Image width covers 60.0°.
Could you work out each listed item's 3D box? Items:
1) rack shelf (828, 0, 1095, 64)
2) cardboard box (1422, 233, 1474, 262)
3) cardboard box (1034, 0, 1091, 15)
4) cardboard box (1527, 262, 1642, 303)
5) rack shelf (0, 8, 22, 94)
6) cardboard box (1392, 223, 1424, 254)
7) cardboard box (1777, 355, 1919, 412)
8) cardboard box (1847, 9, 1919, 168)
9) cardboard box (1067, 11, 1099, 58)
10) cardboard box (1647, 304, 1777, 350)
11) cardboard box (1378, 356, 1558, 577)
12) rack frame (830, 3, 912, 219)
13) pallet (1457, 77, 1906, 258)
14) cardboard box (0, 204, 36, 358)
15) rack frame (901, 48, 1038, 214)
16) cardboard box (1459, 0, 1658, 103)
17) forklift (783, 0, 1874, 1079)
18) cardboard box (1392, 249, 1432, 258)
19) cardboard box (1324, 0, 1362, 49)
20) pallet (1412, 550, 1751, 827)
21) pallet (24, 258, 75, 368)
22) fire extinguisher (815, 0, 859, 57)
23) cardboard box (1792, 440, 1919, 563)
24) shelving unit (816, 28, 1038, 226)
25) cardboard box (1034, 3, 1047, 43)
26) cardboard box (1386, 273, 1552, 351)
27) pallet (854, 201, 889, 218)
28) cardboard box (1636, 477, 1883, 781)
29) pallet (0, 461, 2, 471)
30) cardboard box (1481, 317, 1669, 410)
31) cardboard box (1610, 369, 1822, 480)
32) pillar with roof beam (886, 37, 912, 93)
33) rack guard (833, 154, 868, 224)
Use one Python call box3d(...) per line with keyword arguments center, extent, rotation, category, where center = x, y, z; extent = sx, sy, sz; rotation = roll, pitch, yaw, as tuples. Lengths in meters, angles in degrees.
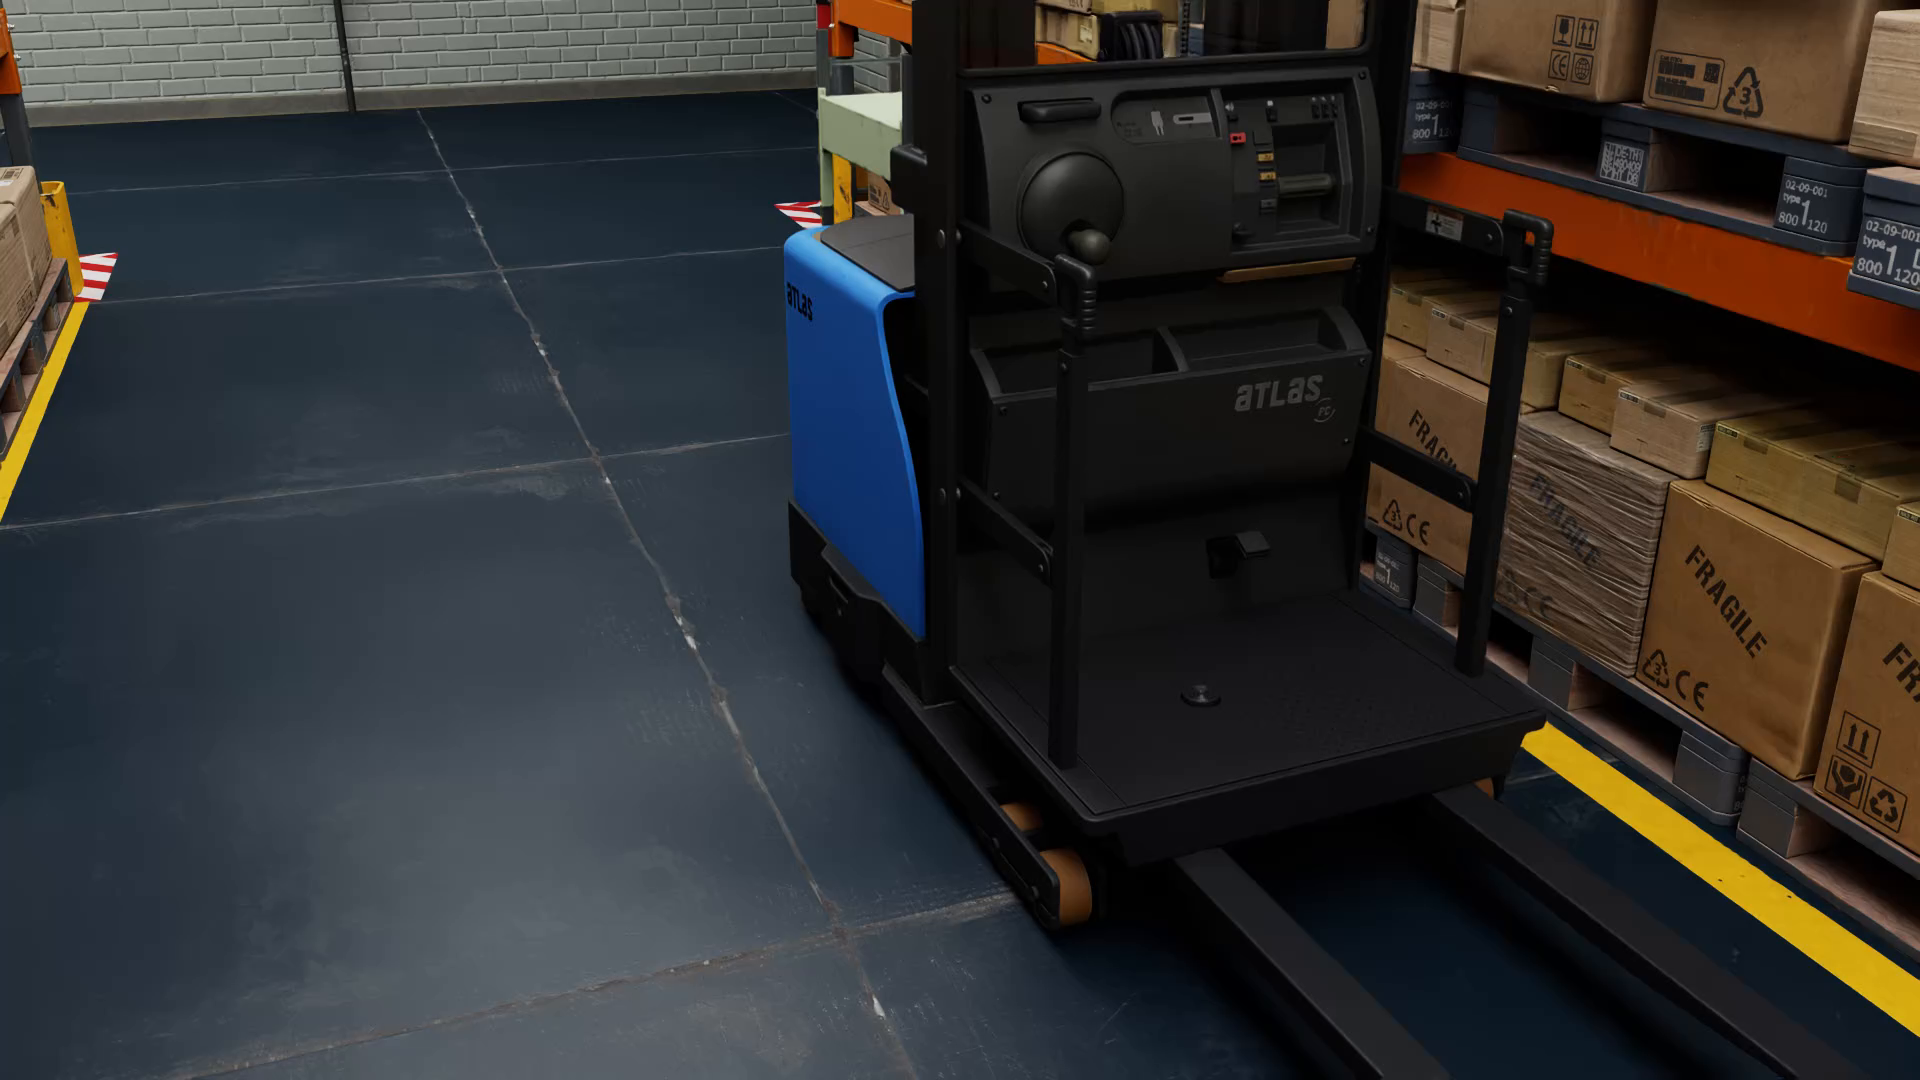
box3d(center=(0.493, -2.151, 7.418), extent=(1.077, 0.370, 4.000), rotation=(-8, 24, -19), category="rack shelf")
box3d(center=(1.697, -0.908, 5.384), extent=(0.380, 0.149, 0.250), rotation=(-8, 24, -19), category="cardboard box")
box3d(center=(0.601, -2.156, 6.312), extent=(0.500, 0.250, 0.500), rotation=(-8, 24, -19), category="cardboard box")
box3d(center=(1.907, -0.731, 4.965), extent=(0.380, 0.149, 0.250), rotation=(-10, 25, -22), category="cardboard box")
box3d(center=(-4.149, -1.469, 5.799), extent=(1.077, 0.370, 4.000), rotation=(-8, 24, -19), category="rack shelf")
box3d(center=(1.214, -0.979, 5.170), extent=(0.380, 0.149, 0.250), rotation=(-10, 25, -22), category="cardboard box")
box3d(center=(2.213, -0.338, 4.032), extent=(0.380, 0.149, 0.250), rotation=(-8, 24, -19), category="cardboard box")
box3d(center=(1.937, -0.766, 2.858), extent=(0.500, 0.250, 0.500), rotation=(-10, 25, -21), category="cardboard box")
box3d(center=(0.624, -1.904, 6.229), extent=(0.380, 0.149, 0.250), rotation=(-8, 24, -18), category="cardboard box")
box3d(center=(2.097, -0.538, 4.507), extent=(0.380, 0.149, 0.250), rotation=(-8, 24, -18), category="cardboard box")
box3d(center=(1.530, -0.217, 4.580), extent=(0.500, 0.500, 0.500), rotation=(-9, 25, -21), category="cardboard box")
box3d(center=(-0.213, -3.209, 9.003), extent=(1.000, 3.000, 0.127), rotation=(-8, 24, -19), category="rack frame")
box3d(center=(1.922, -0.920, 3.818), extent=(1.003, 0.211, 1.213), rotation=(-8, 24, -19), category="pallet")
box3d(center=(-4.198, -0.982, 6.477), extent=(0.875, 0.438, 0.875), rotation=(-8, 24, -18), category="cardboard box")
box3d(center=(0.028, -0.652, 4.865), extent=(0.400, 1.500, 0.023), rotation=(-9, 25, -21), category="rack frame")
box3d(center=(1.622, -1.316, 3.840), extent=(0.700, 0.500, 0.500), rotation=(-8, 24, -19), category="cardboard box")
box3d(center=(0.551, -0.749, 3.253), extent=(1.130, 2.935, 3.031), rotation=(-9, 25, -21), category="forklift")
box3d(center=(1.248, -0.840, 5.223), extent=(0.380, 0.149, 0.250), rotation=(-9, 24, -20), category="cardboard box")
box3d(center=(1.344, -1.601, 4.517), extent=(0.700, 0.500, 0.500), rotation=(-8, 24, -18), category="cardboard box")
box3d(center=(1.957, 0.263, 4.354), extent=(1.003, 0.211, 1.213), rotation=(-8, 24, -19), category="pallet")
box3d(center=(-4.500, -0.962, 7.261), extent=(1.003, 0.211, 1.213), rotation=(-8, 24, -19), category="pallet")
box3d(center=(-0.698, -2.992, 9.066), extent=(0.296, 0.674, 0.183), rotation=(-8, 24, -19), category="fire extinguisher")
box3d(center=(1.973, -0.087, 3.436), extent=(0.380, 0.149, 0.250), rotation=(-8, 24, -17), category="cardboard box")
box3d(center=(-0.115, -0.783, 5.176), extent=(0.431, 1.500, 0.755), rotation=(-9, 25, -21), category="shelving unit")
box3d(center=(0.440, -2.092, 6.675), extent=(0.380, 0.149, 0.250), rotation=(-9, 24, -20), category="cardboard box")
box3d(center=(1.459, -0.650, 4.773), extent=(0.380, 0.149, 0.250), rotation=(-9, 24, -20), category="cardboard box")
box3d(center=(0.096, -1.607, 8.792), extent=(1.003, 0.211, 1.213), rotation=(-8, 24, -19), category="pallet")
box3d(center=(1.908, 0.158, 3.690), extent=(0.500, 0.500, 0.500), rotation=(-7, 24, -17), category="cardboard box")
box3d(center=(-3.638, -0.076, 5.158), extent=(1.003, 0.211, 1.213), rotation=(-8, 24, -19), category="pallet")
box3d(center=(1.598, -0.464, 4.331), extent=(0.380, 0.149, 0.250), rotation=(-7, 24, -17), category="cardboard box")
box3d(center=(1.759, -0.274, 3.879), extent=(0.380, 0.149, 0.250), rotation=(-10, 25, -22), category="cardboard box")
box3d(center=(-4.350, -6.487, 9.054), extent=(9.100, 9.000, 0.400), rotation=(-8, 24, -19), category="pillar with roof beam")
box3d(center=(-0.186, -2.030, 9.423), extent=(1.175, 0.500, 0.348), rotation=(-8, 24, -19), category="rack guard")
